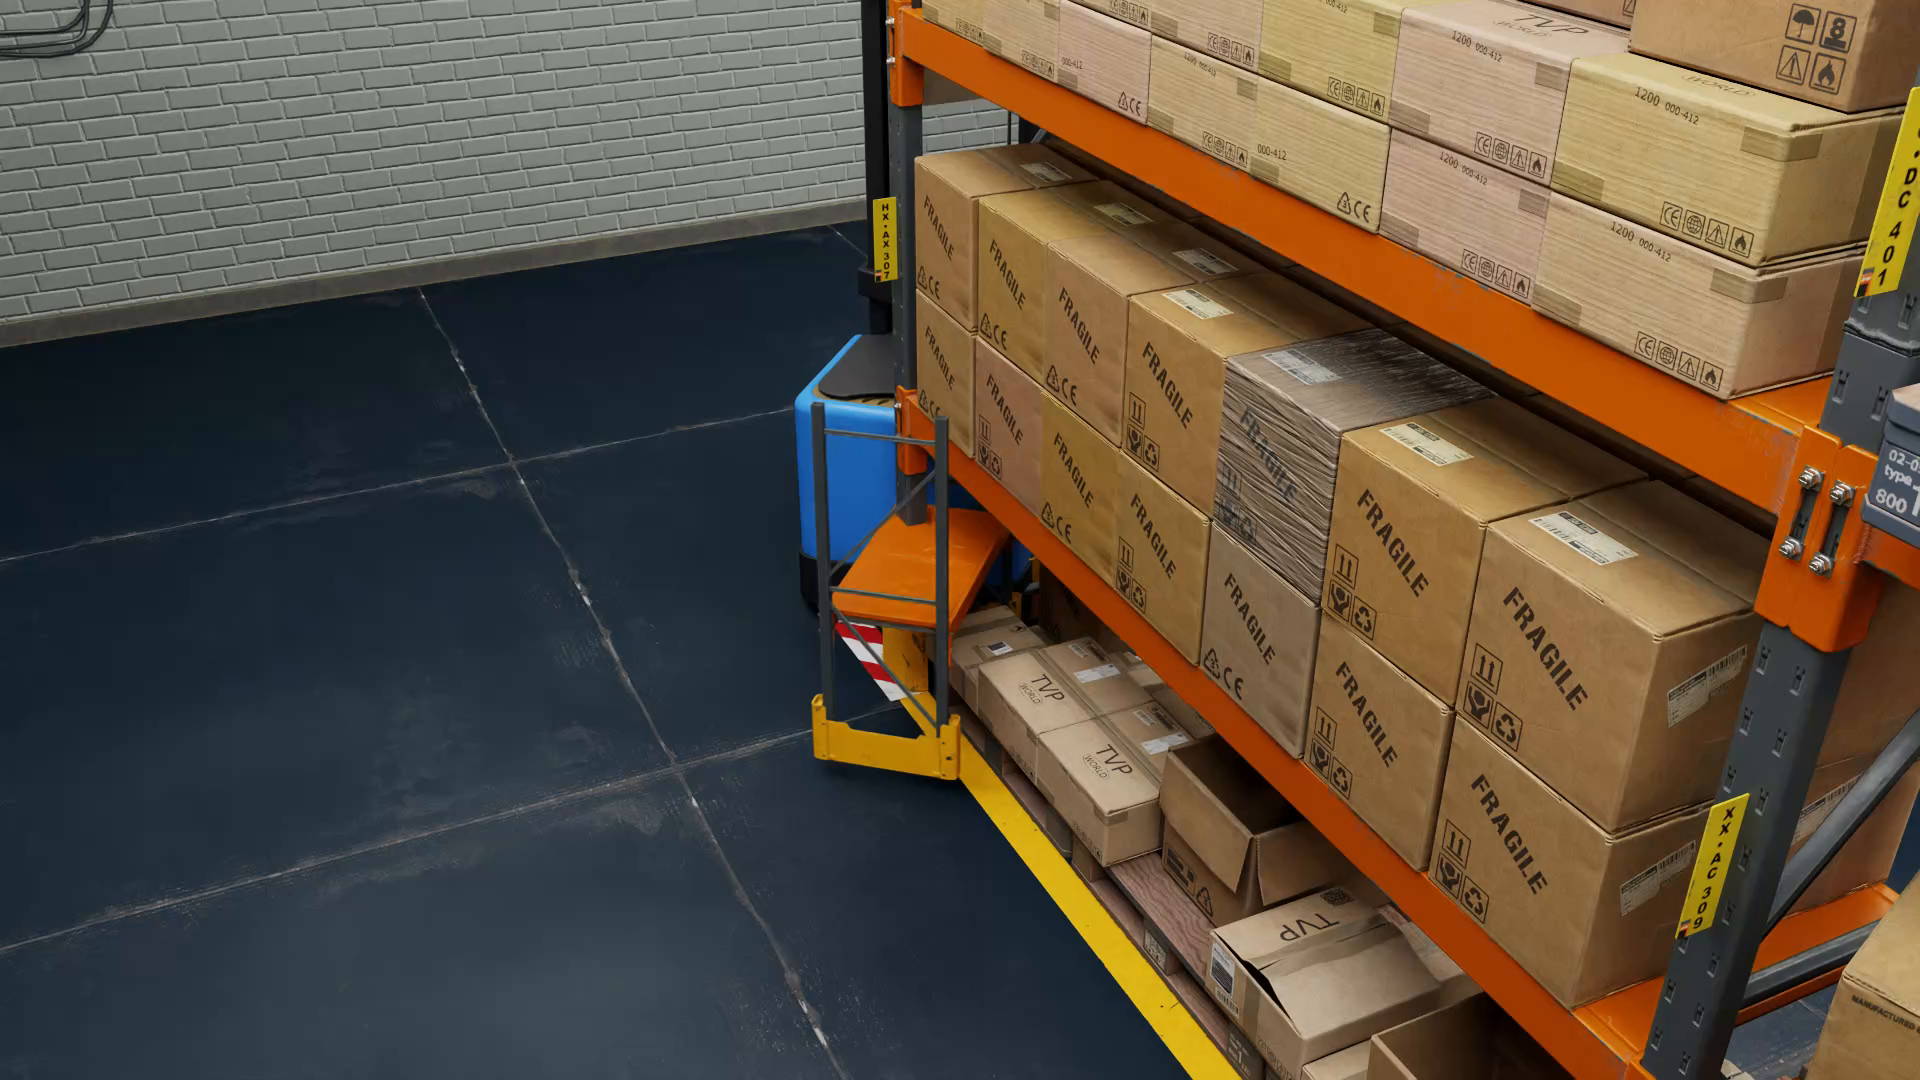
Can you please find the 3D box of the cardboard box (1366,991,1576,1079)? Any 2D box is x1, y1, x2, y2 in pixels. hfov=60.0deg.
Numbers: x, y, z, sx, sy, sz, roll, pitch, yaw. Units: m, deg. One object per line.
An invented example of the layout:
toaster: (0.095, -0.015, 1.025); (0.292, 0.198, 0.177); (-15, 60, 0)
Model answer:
cardboard box: (1.426, 1.593, 4.448); (0.500, 0.500, 0.500); (-13, 32, -22)

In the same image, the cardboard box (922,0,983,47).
cardboard box: (0.200, -1.843, 5.556); (0.500, 0.250, 0.500); (-13, 32, -22)

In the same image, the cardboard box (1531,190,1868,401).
cardboard box: (1.477, -0.515, 3.188); (0.500, 0.250, 0.500); (-13, 32, -22)

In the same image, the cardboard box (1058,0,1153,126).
cardboard box: (0.619, -1.398, 4.764); (0.500, 0.250, 0.500); (-13, 32, -22)

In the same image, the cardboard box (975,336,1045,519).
cardboard box: (0.388, -0.445, 5.875); (0.500, 0.500, 0.500); (-13, 32, -22)

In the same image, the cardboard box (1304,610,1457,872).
cardboard box: (1.258, 0.449, 4.280); (0.500, 0.500, 0.500); (-12, 31, -21)

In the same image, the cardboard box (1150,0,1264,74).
cardboard box: (0.834, -1.396, 4.248); (0.500, 0.250, 0.500); (-13, 32, -22)

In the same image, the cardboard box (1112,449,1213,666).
cardboard box: (0.814, -0.002, 5.084); (0.500, 0.500, 0.500); (-13, 32, -21)

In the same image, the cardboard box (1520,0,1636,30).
cardboard box: (1.597, -1.359, 3.414); (0.700, 0.500, 0.500); (-13, 32, -22)

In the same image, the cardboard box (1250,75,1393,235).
cardboard box: (1.050, -0.957, 3.976); (0.500, 0.250, 0.500); (-13, 32, -22)

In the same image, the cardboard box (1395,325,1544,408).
cardboard box: (1.536, -0.315, 4.620); (0.500, 0.500, 0.500); (-14, 32, -23)

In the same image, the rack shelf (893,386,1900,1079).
rack shelf: (1.068, 0.317, 5.353); (1.077, 0.370, 4.000); (-13, 32, -22)

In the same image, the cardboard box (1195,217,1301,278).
cardboard box: (1.093, -0.770, 5.431); (0.500, 0.500, 0.500); (-12, 32, -21)

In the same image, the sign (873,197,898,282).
sign: (-0.281, -1.144, 6.337); (0.100, 0.325, 0.005); (-13, 32, -22)

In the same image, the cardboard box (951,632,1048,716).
cardboard box: (0.186, 0.532, 6.682); (0.380, 0.166, 0.250); (-13, 32, -22)

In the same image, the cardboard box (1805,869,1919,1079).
cardboard box: (1.928, 0.916, 3.017); (0.700, 0.500, 0.500); (-26, 38, -38)

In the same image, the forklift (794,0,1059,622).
forklift: (0.181, -1.572, 8.057); (1.130, 2.935, 3.031); (8, 30, 15)

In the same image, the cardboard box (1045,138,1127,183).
cardboard box: (0.649, -1.221, 6.236); (0.500, 0.500, 0.500); (-13, 32, -22)

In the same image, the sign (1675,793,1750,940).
sign: (1.440, 0.627, 3.180); (0.100, 0.325, 0.005); (-13, 32, -22)

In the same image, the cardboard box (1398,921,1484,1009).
cardboard box: (1.561, 1.320, 5.276); (0.380, 0.166, 0.250); (-13, 32, -22)

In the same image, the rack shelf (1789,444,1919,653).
rack shelf: (2.785, 0.776, 1.468); (1.077, 0.370, 4.000); (-13, 32, -22)

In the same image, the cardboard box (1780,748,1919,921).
cardboard box: (1.954, 0.561, 4.080); (0.500, 0.500, 0.500); (-12, 32, -21)

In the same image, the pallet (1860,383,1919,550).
pallet: (2.143, -0.037, 2.374); (1.213, 0.211, 1.003); (-13, 32, -22)

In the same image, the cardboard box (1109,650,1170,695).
cardboard box: (0.758, 0.550, 6.649); (0.380, 0.166, 0.250); (-13, 32, -22)

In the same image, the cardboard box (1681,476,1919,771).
cardboard box: (1.978, 0.140, 3.809); (0.500, 0.500, 0.500); (-12, 32, -21)

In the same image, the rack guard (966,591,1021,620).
rack guard: (-0.023, 0.323, 7.315); (0.587, 0.250, 0.087); (7, 28, 13)

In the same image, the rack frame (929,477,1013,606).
rack frame: (-0.016, -0.240, 7.044); (0.500, 1.500, 0.032); (7, 28, 13)

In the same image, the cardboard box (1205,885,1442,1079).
cardboard box: (1.104, 1.344, 5.085); (0.500, 0.311, 0.500); (-13, 32, -22)

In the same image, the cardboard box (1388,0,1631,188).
cardboard box: (1.261, -0.953, 3.459); (0.500, 0.250, 0.500); (-13, 32, -22)

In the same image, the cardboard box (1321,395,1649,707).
cardboard box: (1.253, 0.013, 4.036); (0.500, 0.500, 0.500); (-14, 32, -23)

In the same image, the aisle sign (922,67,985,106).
aisle sign: (-0.085, -1.982, 6.060); (0.394, 0.787, 0.004); (-13, 32, -22)

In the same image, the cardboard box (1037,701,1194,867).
cardboard box: (0.616, 0.869, 5.995); (0.500, 0.250, 0.500); (-13, 32, -22)

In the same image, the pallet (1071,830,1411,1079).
pallet: (1.105, 1.260, 5.787); (1.003, 0.211, 1.213); (-13, 32, -22)

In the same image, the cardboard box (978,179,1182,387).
cardboard box: (0.393, -0.879, 5.626); (0.500, 0.500, 0.500); (-13, 32, -21)

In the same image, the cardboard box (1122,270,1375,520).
cardboard box: (0.822, -0.433, 4.830); (0.500, 0.500, 0.500); (-13, 32, -22)

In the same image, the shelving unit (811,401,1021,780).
shelving unit: (-0.153, -0.011, 6.601); (0.587, 1.500, 1.083); (7, 28, 13)

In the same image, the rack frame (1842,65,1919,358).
rack frame: (1.926, -1.730, 2.134); (1.000, 3.000, 0.127); (-13, 32, -22)
